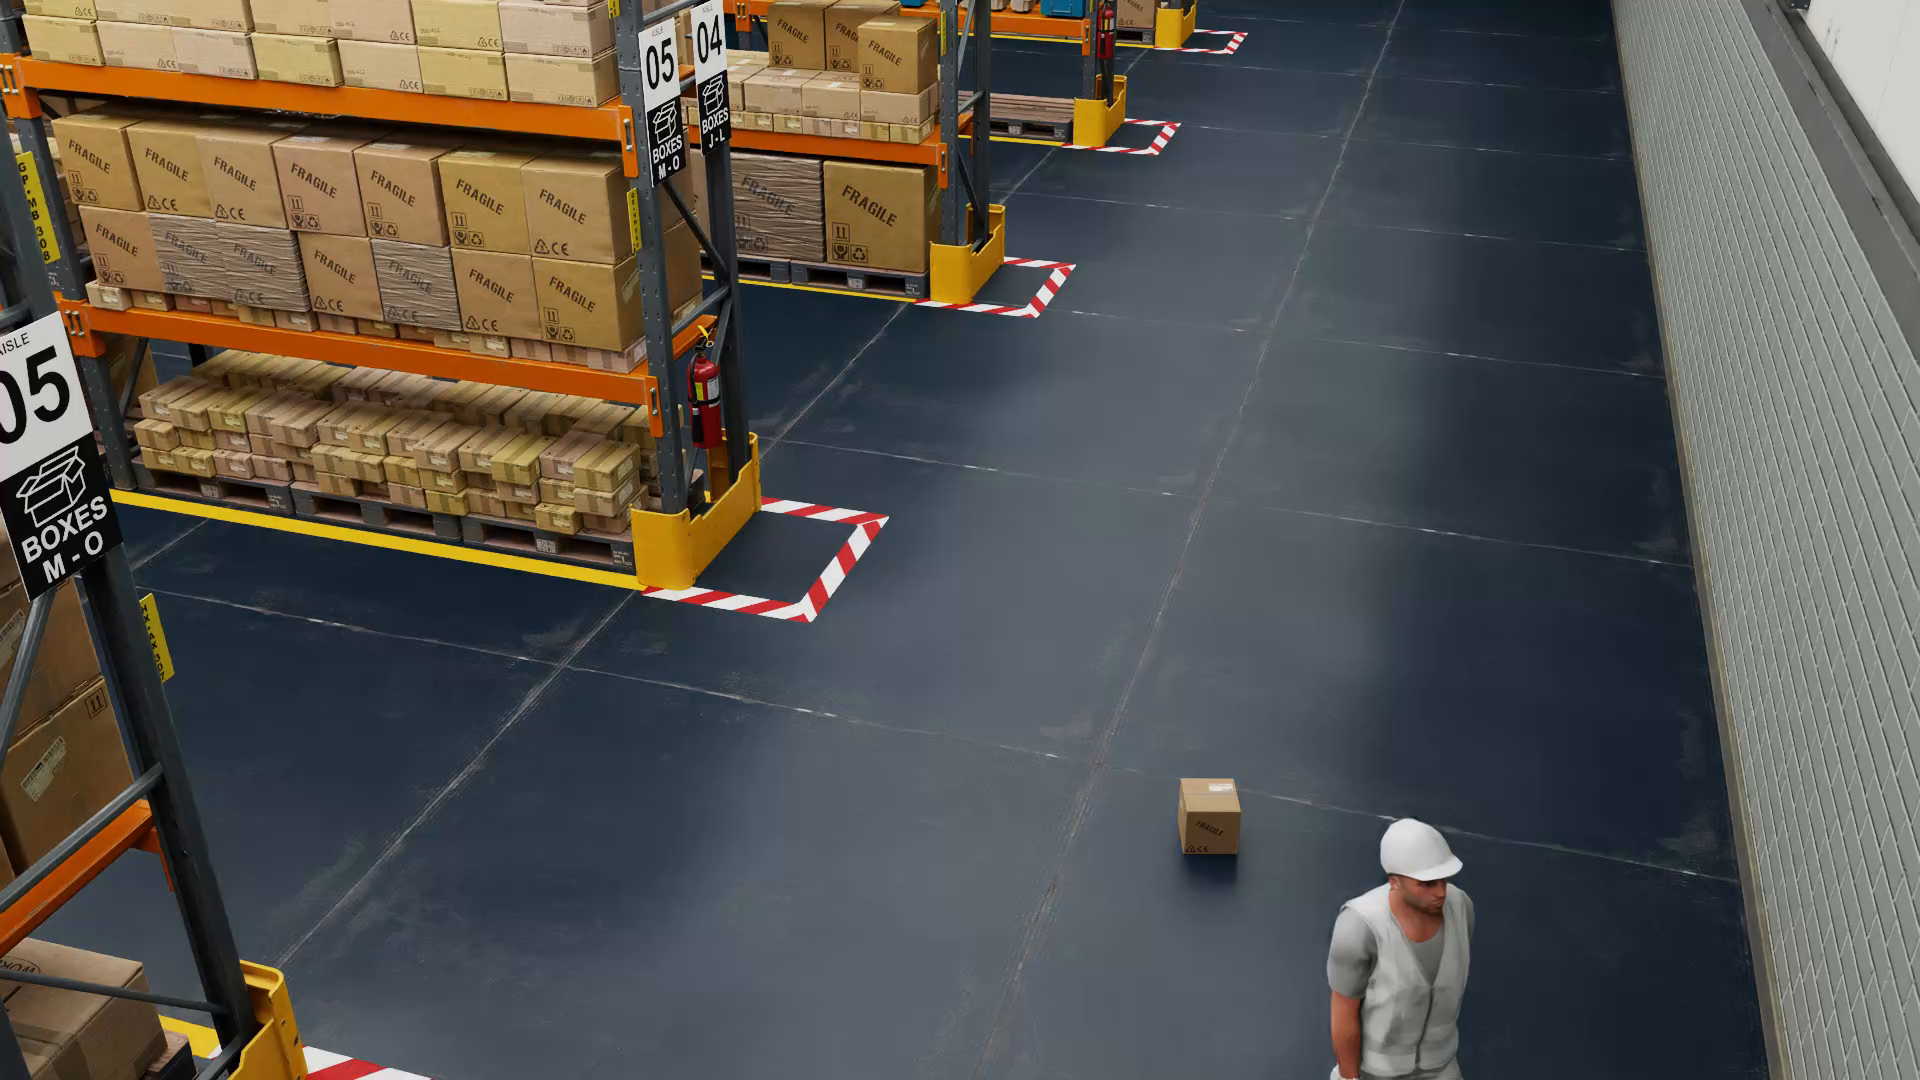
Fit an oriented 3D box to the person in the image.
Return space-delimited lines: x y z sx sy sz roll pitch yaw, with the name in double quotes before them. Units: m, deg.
"person" 1.429 1.716 5.399 0.540 1.837 0.565 -7 30 -12
